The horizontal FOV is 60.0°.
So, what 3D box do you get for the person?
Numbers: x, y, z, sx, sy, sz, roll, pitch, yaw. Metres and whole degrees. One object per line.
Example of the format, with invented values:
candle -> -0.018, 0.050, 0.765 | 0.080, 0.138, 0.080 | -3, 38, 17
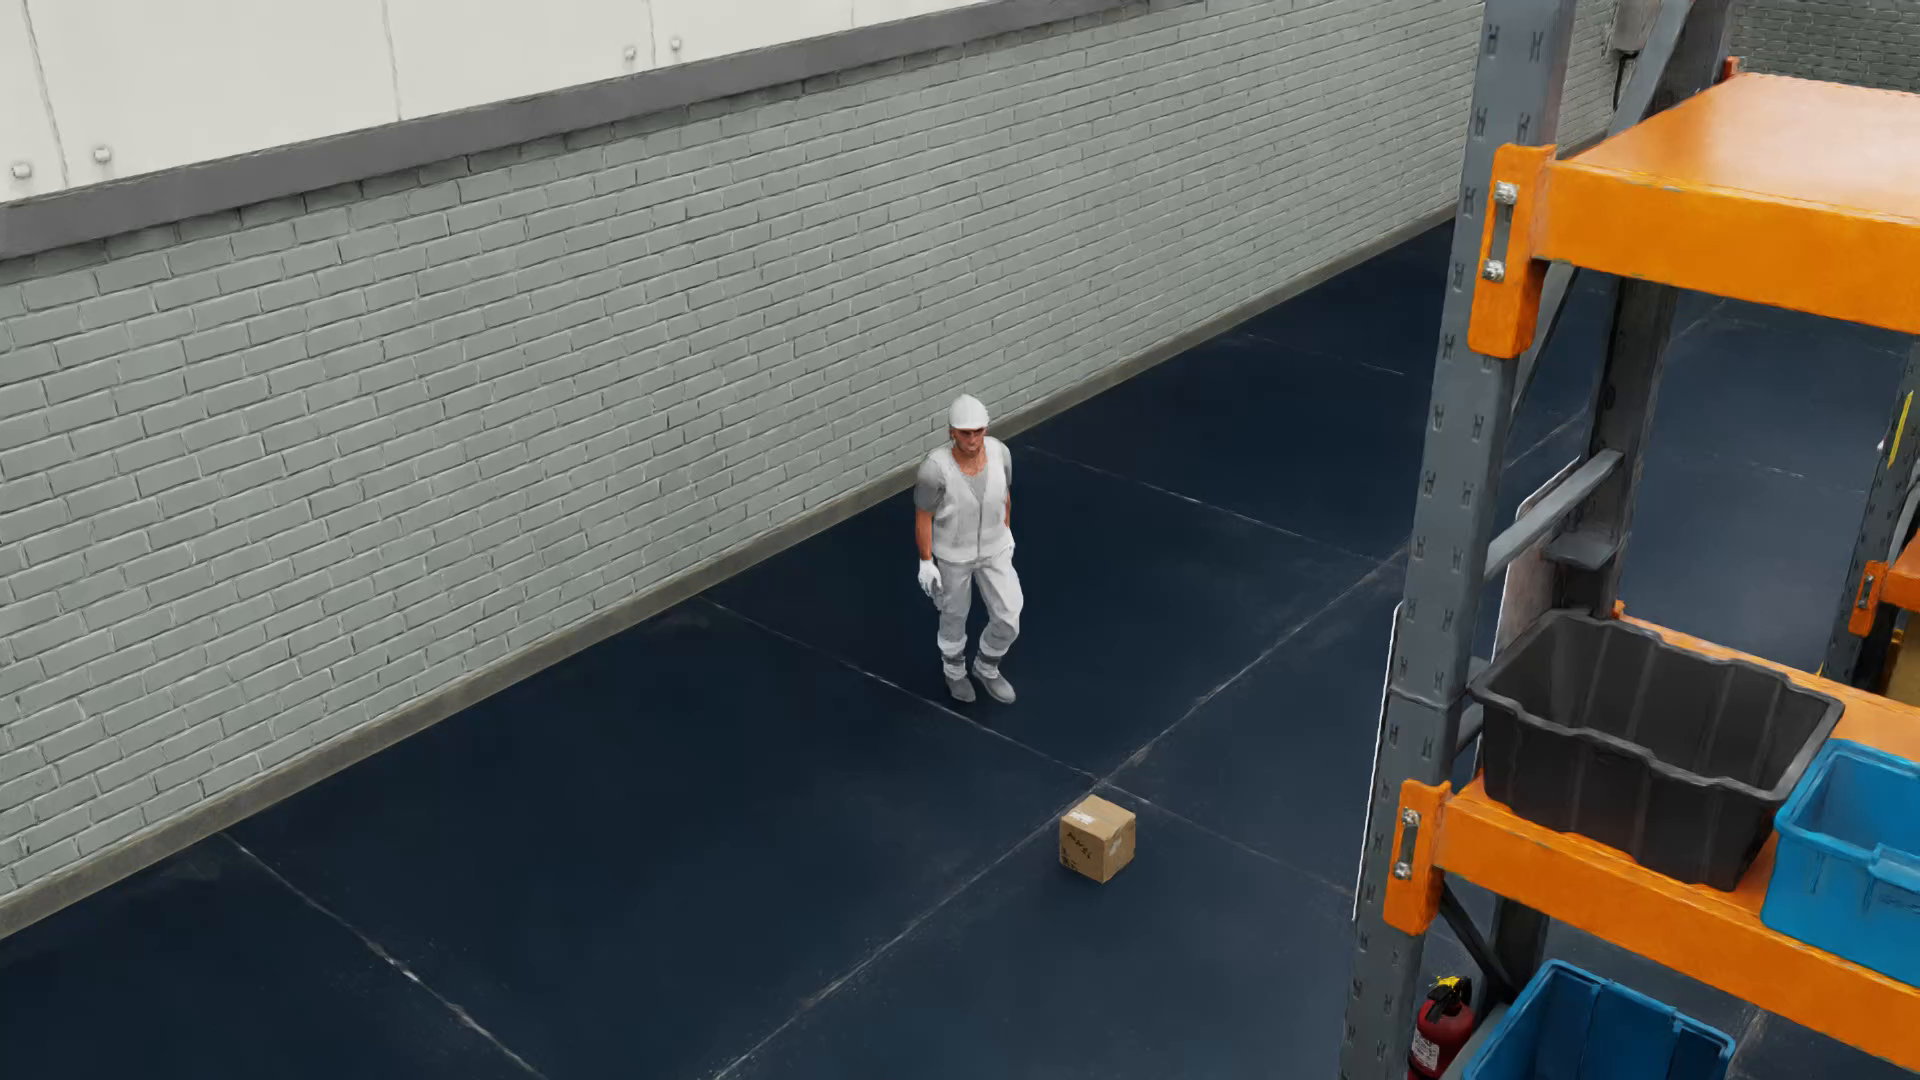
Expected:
person -> 0.044, 0.064, 8.422 | 0.580, 1.768, 0.521 | -9, 28, -17
